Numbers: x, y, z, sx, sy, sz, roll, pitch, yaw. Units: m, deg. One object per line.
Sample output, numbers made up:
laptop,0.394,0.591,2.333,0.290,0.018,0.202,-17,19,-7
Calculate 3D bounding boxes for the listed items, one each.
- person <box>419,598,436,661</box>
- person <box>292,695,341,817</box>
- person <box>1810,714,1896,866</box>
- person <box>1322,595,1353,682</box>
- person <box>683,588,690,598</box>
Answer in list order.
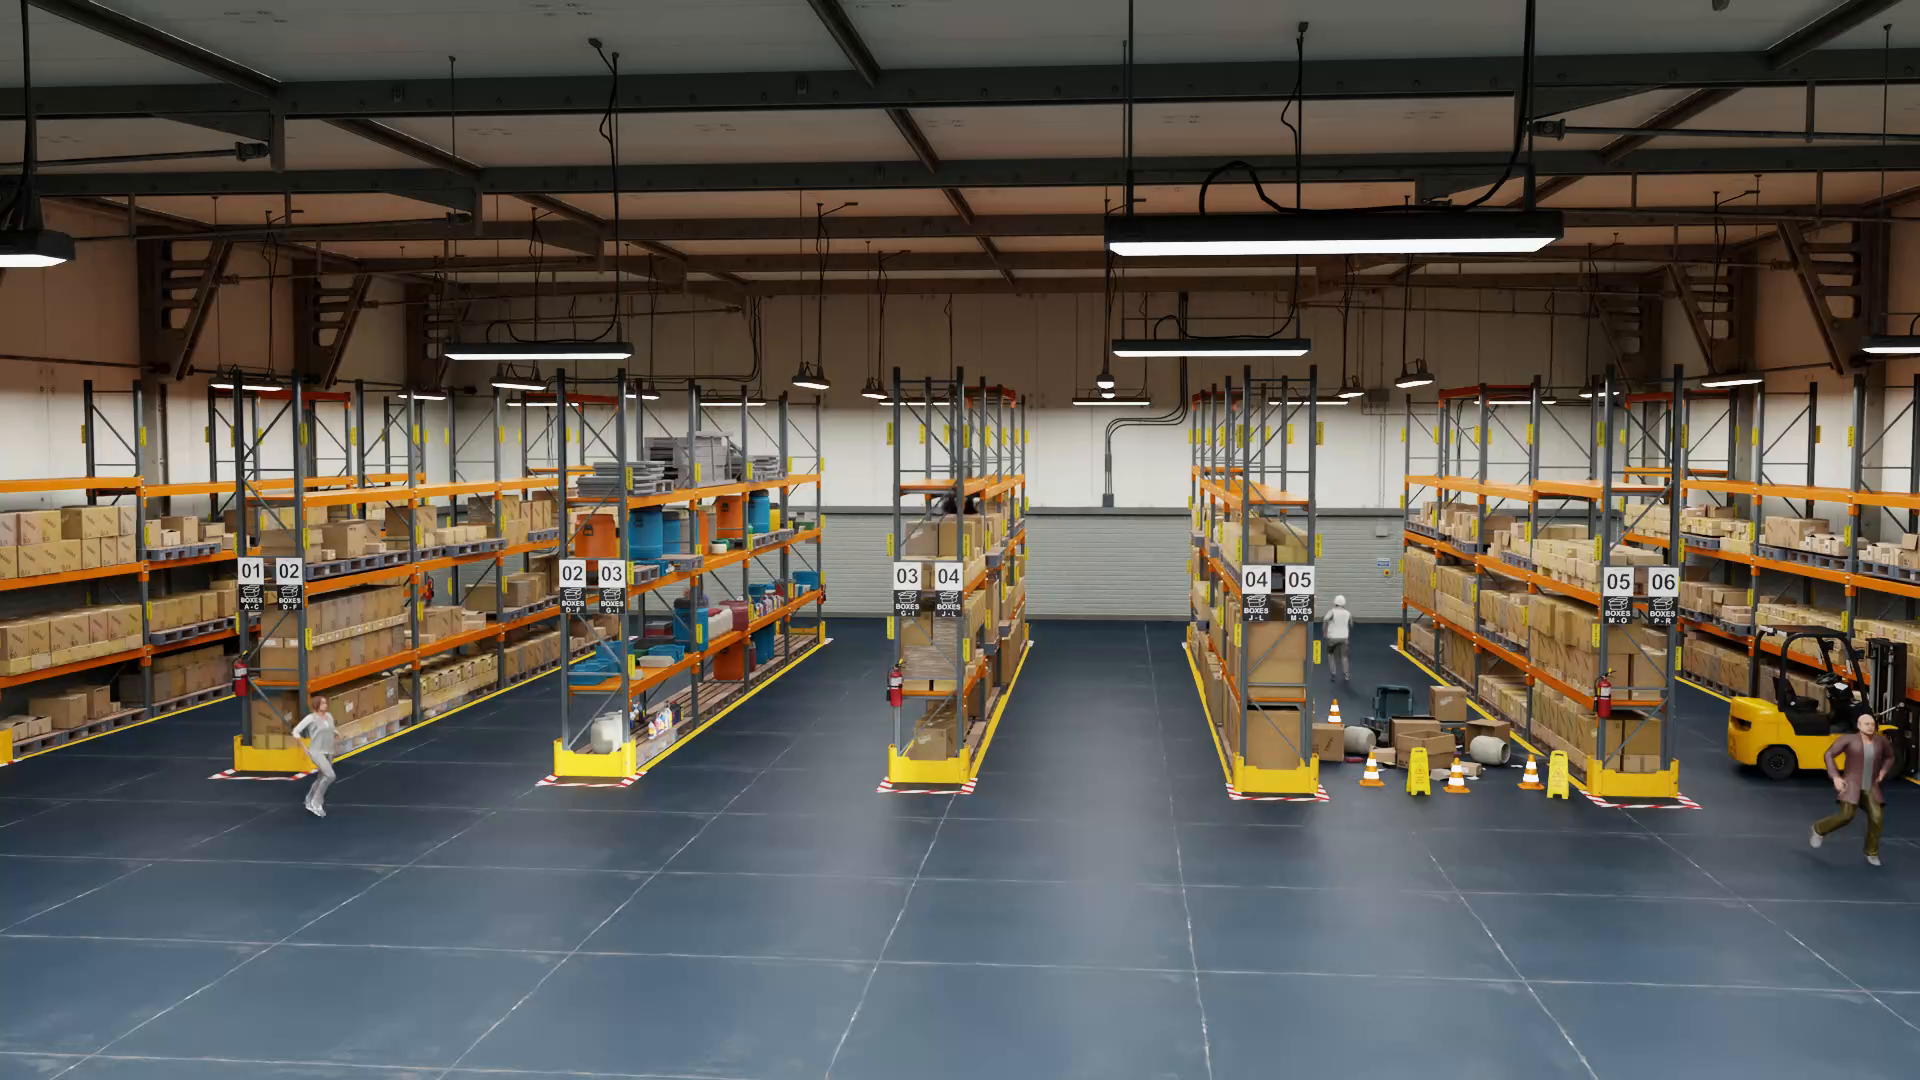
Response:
person,-11.040,2.050,34.394,0.546,1.734,0.833,0,4,-3
person,-8.407,2.839,21.892,0.664,1.593,0.510,1,4,21
person,10.625,2.939,19.705,0.890,1.775,0.710,0,4,-1
person,7.656,2.027,33.720,0.659,1.809,0.878,0,4,4
person,-6.132,1.884,37.305,0.541,1.617,0.541,1,4,11
